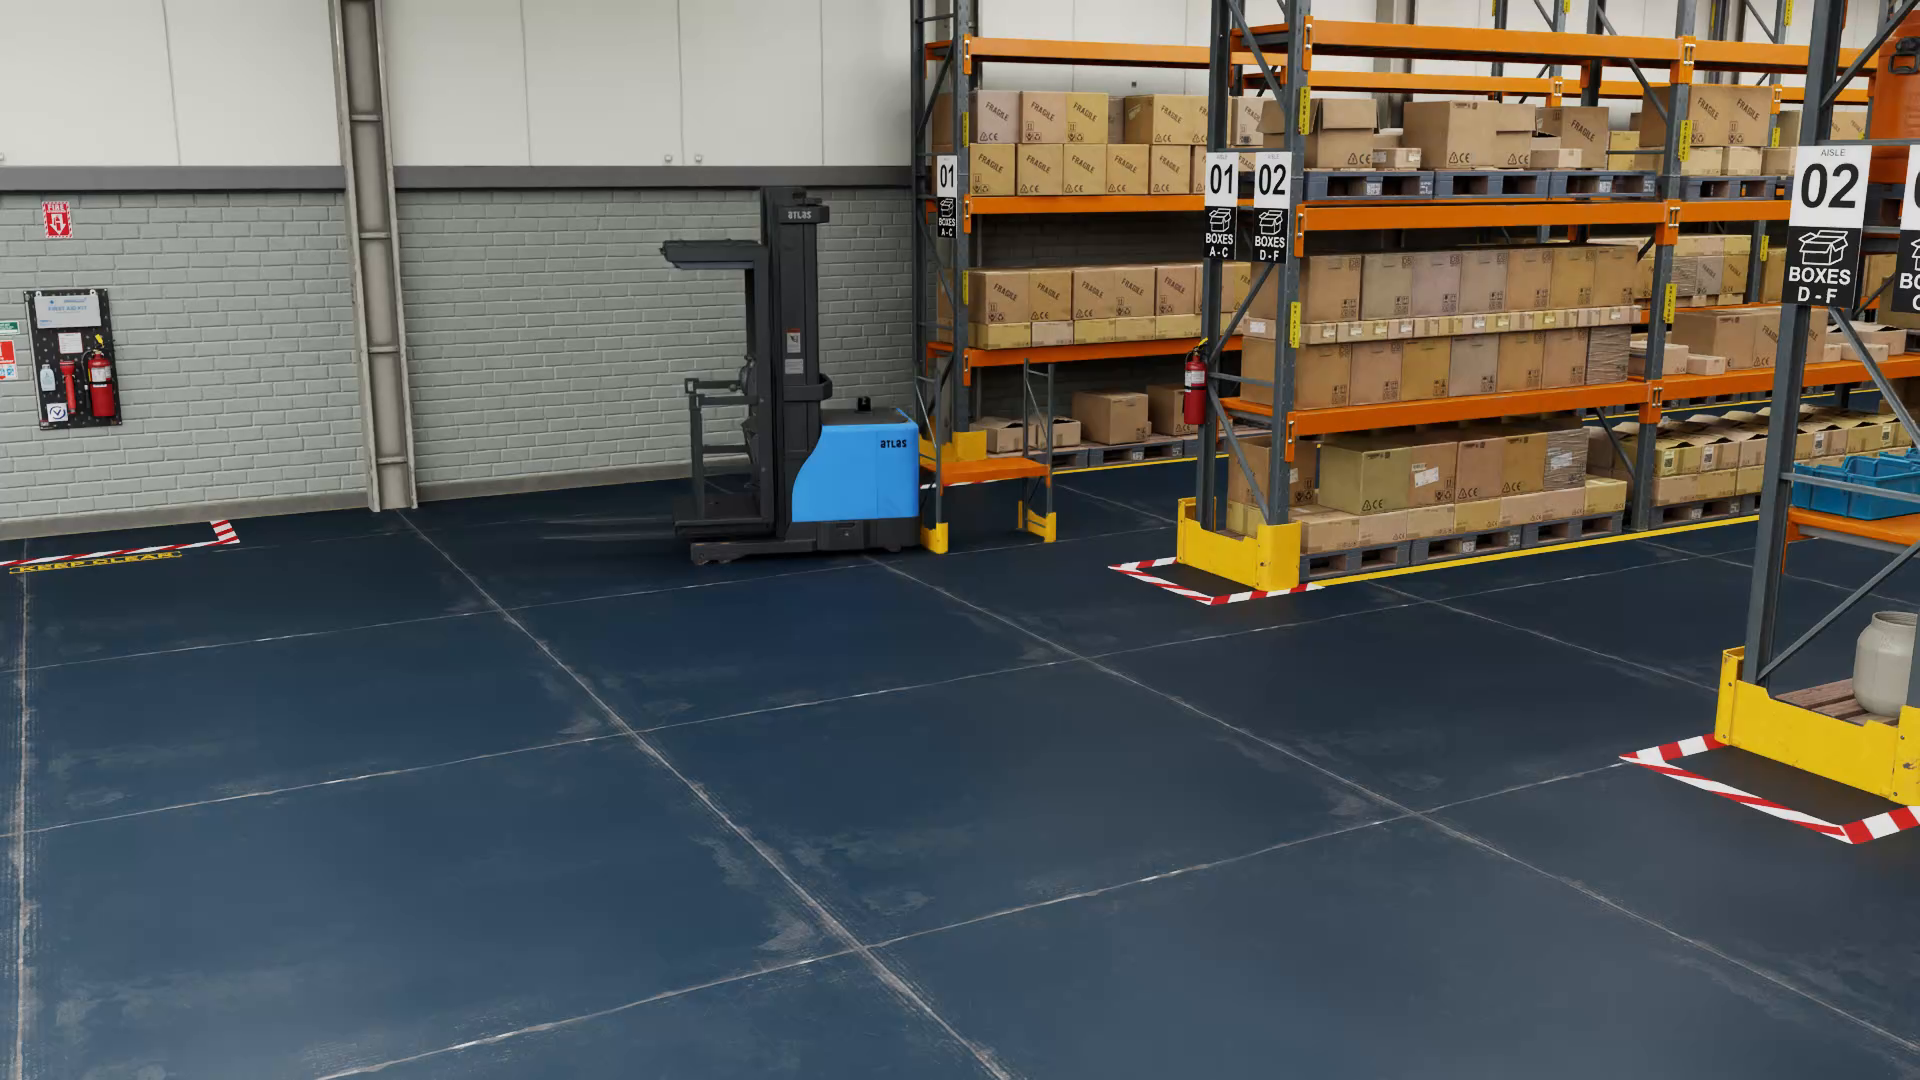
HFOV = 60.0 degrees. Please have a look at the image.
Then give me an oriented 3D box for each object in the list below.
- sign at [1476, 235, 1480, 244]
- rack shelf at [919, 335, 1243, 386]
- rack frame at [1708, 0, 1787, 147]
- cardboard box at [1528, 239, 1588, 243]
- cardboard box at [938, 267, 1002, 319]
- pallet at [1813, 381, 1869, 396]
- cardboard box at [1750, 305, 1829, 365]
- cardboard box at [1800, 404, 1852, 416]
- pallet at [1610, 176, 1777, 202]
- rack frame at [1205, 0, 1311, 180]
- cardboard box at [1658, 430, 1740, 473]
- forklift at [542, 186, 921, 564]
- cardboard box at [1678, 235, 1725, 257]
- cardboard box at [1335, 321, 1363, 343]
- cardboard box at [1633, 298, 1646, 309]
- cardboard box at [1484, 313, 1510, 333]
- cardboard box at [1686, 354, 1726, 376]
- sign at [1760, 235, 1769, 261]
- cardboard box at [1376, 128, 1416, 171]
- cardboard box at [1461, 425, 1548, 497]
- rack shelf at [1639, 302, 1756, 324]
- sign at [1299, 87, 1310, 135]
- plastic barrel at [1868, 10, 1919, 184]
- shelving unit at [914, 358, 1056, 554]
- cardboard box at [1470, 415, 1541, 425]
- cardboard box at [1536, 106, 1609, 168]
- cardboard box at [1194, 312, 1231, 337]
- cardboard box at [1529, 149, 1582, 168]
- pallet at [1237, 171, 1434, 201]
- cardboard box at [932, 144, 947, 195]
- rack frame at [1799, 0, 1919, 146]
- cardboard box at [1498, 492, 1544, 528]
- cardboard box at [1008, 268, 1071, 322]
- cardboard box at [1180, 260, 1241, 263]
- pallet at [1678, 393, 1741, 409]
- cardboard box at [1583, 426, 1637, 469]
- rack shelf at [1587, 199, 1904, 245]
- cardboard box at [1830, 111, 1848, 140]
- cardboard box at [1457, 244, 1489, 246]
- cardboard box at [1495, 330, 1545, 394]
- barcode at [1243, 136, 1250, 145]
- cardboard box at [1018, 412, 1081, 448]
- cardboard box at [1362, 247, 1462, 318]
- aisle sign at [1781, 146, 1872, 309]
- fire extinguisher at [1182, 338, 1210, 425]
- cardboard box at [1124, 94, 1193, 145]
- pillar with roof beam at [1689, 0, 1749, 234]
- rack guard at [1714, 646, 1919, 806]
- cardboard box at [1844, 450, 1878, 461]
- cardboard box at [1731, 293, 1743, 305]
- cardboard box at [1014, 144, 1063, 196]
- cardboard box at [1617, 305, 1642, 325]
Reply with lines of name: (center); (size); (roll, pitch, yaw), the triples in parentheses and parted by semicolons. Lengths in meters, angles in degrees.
sign: (6.545, -3.674, 20.965); (0.005, 0.325, 0.100); (-7, 14, -28)
rack shelf: (1.548, -2.020, 17.893); (4.000, 0.370, 1.077); (-7, 14, -28)
rack frame: (10.325, -6.350, 21.830); (0.127, 3.000, 1.000); (-7, 14, -28)
cardboard box: (7.361, -3.573, 20.496); (0.500, 0.250, 0.500); (-6, 14, -27)
cardboard box: (0.104, -2.554, 17.213); (0.500, 0.500, 0.500); (-7, 14, -28)
pallet: (12.102, -2.257, 23.657); (1.213, 0.211, 1.003); (-7, 14, -28)
cardboard box: (7.726, -1.917, 15.569); (0.500, 0.500, 0.500); (-8, 15, -31)
cardboard box: (8.590, -1.187, 16.580); (0.500, 0.311, 0.500); (-6, 14, -26)
pallet: (6.448, -3.093, 14.624); (1.217, 0.209, 0.805); (-8, 15, -30)
rack frame: (2.169, -4.133, 11.980); (0.127, 3.000, 1.000); (-7, 14, -28)
cardboard box: (6.604, -0.812, 14.912); (0.500, 0.311, 0.500); (-7, 14, -29)
forklift: (-1.889, -1.362, 13.487); (3.031, 2.935, 1.130); (-2, 13, -11)
cardboard box: (9.584, -3.842, 21.692); (0.500, 0.250, 0.500); (-6, 14, -27)
cardboard box: (2.847, -1.600, 12.682); (0.250, 0.149, 0.380); (-7, 15, -29)
cardboard box: (8.555, -3.043, 21.326); (0.250, 0.149, 0.380); (-7, 14, -28)
cardboard box: (4.197, -1.761, 13.397); (0.250, 0.149, 0.380); (-6, 14, -26)
cardboard box: (6.556, -1.559, 14.776); (0.250, 0.149, 0.380); (-7, 14, -28)
sign: (10.593, -3.846, 21.910); (0.005, 0.325, 0.100); (-7, 14, -28)
cardboard box: (4.904, -4.471, 19.126); (0.500, 0.500, 0.500); (-7, 15, -30)
cardboard box: (4.496, -0.662, 13.818); (0.500, 0.500, 0.500); (-7, 14, -28)
rack shelf: (8.569, -2.862, 21.633); (4.000, 0.370, 1.077); (-7, 14, -28)
sign: (2.430, -3.028, 11.727); (0.005, 0.325, 0.100); (-7, 14, -28)
plastic barrel: (4.905, -2.205, 8.309); (0.708, 0.830, 0.600); (-7, 14, -28)
shelving unit: (0.204, -0.725, 13.916); (1.083, 1.500, 0.587); (-6, 14, -24)
cardboard box: (4.688, -0.814, 14.493); (0.500, 0.500, 0.500); (-7, 14, -28)
cardboard box: (5.111, -3.411, 14.097); (0.500, 0.500, 0.500); (-6, 14, -23)
cardboard box: (2.591, -2.359, 18.056); (0.500, 0.250, 0.500); (-7, 14, -28)
cardboard box: (4.752, -3.062, 13.348); (0.250, 0.149, 0.380); (-7, 14, -28)
pallet: (2.802, -2.696, 12.628); (1.213, 0.211, 1.003); (-7, 14, -28)
cardboard box: (0.037, -3.776, 16.949); (0.500, 0.500, 0.500); (-6, 14, -24)
rack frame: (4.539, -3.178, 7.737); (0.127, 3.000, 1.000); (-7, 14, -28)
cardboard box: (4.502, -0.294, 13.889); (0.500, 0.250, 0.500); (-7, 14, -28)
cardboard box: (0.794, -2.506, 16.999); (0.500, 0.500, 0.500); (-7, 14, -28)
cardboard box: (2.790, -2.875, 18.640); (0.500, 0.500, 0.500); (-7, 15, -29)
pallet: (9.684, -1.967, 22.370); (1.213, 0.211, 1.003); (-7, 14, -28)
cardboard box: (5.898, -0.862, 15.138); (0.500, 0.311, 0.500); (-7, 14, -28)
rack shelf: (7.435, -2.950, 15.193); (4.000, 0.370, 1.077); (-7, 14, -28)
cardboard box: (11.533, -5.509, 22.375); (0.500, 0.500, 0.500); (-7, 15, -29)
cardboard box: (6.250, -3.504, 20.138); (0.250, 0.149, 0.380); (-10, 16, -37)
cardboard box: (4.391, -1.520, 13.802); (0.500, 0.500, 0.700); (-7, 14, -27)
barcode: (2.203, -3.078, 12.800); (0.075, 0.075, 0.001); (-7, 14, -28)
cardboard box: (0.943, -1.179, 17.639); (0.500, 0.311, 0.500); (-6, 14, -23)
cardboard box: (3.532, -2.050, 13.204); (0.500, 0.500, 0.700); (-7, 14, -28)
aisle sign: (4.334, -1.570, 8.331); (0.004, 0.787, 0.394); (-7, 14, -28)
fire extinguisher: (1.843, -1.246, 12.990); (0.183, 0.674, 0.296); (-7, 14, -28)
cardboard box: (2.064, -4.370, 17.312); (0.500, 0.500, 0.500); (-7, 15, -30)
pillar with roof beam: (12.588, -5.761, 19.211); (0.400, 9.000, 9.100); (-7, 14, -28)
rack guard: (4.583, 0.951, 8.746); (0.348, 0.500, 1.175); (-7, 14, -28)
cardboard box: (8.395, -0.754, 15.936); (0.500, 0.250, 0.500); (-7, 14, -29)
cardboard box: (10.164, -3.220, 22.114); (0.250, 0.149, 0.380); (-7, 14, -27)
cardboard box: (0.694, -3.719, 16.699); (0.500, 0.500, 0.500); (-6, 14, -24)
cardboard box: (5.544, -1.923, 14.116); (0.250, 0.149, 0.380); (-7, 14, -28)
